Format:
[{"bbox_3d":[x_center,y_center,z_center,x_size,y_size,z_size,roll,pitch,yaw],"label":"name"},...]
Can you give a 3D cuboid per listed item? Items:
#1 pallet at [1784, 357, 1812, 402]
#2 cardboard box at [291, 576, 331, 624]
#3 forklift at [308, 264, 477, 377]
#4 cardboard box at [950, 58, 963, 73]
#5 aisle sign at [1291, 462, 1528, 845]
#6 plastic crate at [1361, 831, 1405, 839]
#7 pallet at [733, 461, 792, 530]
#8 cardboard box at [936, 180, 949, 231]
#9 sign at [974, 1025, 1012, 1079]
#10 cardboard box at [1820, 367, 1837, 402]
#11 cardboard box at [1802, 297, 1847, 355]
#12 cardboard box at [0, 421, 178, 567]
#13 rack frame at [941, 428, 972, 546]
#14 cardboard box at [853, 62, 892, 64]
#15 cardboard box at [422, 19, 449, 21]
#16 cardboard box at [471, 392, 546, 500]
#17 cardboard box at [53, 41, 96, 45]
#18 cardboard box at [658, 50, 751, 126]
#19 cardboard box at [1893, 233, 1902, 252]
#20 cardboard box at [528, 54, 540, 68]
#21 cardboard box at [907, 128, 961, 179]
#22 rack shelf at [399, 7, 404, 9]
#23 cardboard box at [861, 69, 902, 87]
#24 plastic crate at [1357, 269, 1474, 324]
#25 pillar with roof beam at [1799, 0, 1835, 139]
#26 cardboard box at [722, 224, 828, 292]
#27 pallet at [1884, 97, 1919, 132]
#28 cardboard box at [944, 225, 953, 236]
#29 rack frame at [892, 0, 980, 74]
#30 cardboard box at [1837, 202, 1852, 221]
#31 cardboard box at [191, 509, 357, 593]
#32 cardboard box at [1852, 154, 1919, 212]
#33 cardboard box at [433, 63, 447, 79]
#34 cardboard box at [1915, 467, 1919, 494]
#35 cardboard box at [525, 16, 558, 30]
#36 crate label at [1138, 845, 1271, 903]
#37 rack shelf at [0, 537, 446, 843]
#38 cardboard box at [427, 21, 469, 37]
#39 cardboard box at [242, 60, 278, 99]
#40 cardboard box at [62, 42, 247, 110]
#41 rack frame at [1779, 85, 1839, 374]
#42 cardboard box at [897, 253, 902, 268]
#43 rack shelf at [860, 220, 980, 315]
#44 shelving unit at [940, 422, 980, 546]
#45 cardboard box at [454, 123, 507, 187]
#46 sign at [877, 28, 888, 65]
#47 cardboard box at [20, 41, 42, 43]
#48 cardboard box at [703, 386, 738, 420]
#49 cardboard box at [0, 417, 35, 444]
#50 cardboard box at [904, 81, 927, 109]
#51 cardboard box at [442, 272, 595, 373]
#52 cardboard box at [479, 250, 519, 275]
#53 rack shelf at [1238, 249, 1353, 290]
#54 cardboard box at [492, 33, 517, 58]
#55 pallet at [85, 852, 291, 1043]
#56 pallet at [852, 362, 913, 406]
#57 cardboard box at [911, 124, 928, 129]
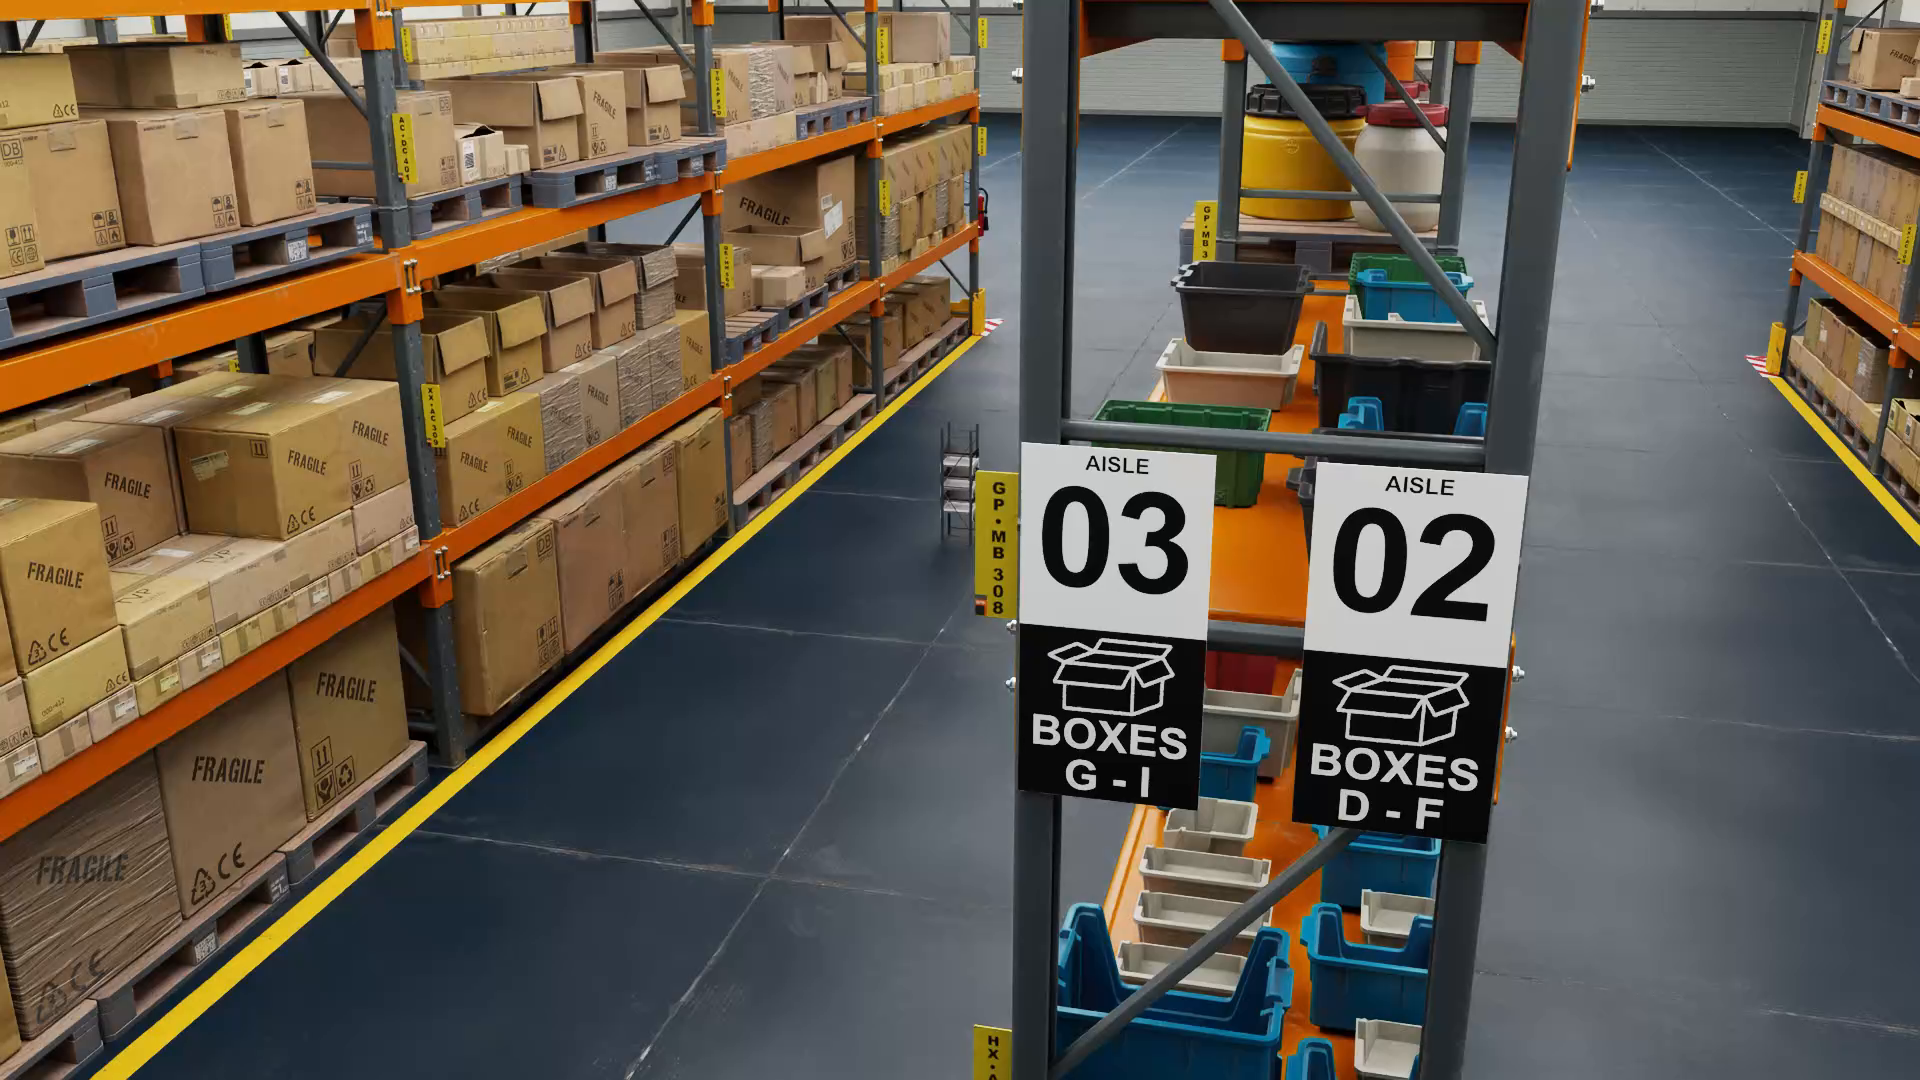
[{"bbox_3d":[9.184,-1.639,17.160,1.003,0.211,1.213,5,19,13],"label":"pallet"},{"bbox_3d":[-3.152,0.258,7.680,0.380,0.149,0.250,5,19,14],"label":"cardboard box"},{"bbox_3d":[-4.509,-1.685,13.086,1.130,2.935,3.031,5,19,14],"label":"forklift"},{"bbox_3d":[-0.178,-5.244,18.375,0.380,0.149,0.250,4,19,11],"label":"cardboard box"},{"bbox_3d":[0.889,0.237,3.332,0.394,0.787,0.004,5,19,13],"label":"aisle sign"},{"bbox_3d":[1.393,0.913,5.539,0.416,0.233,0.300,5,19,13],"label":"plastic crate"},{"bbox_3d":[-2.037,-0.403,13.541,1.003,0.211,1.213,5,19,13],"label":"pallet"},{"bbox_3d":[-0.606,-3.684,18.217,0.875,0.500,0.500,5,19,13],"label":"cardboard box"},{"bbox_3d":[0.081,1.305,3.973,0.100,0.325,0.005,5,19,13],"label":"sign"},{"bbox_3d":[8.616,-1.479,15.981,0.500,0.250,0.500,5,19,13],"label":"cardboard box"},{"bbox_3d":[8.863,-2.147,16.776,0.500,0.500,0.500,5,19,13],"label":"cardboard box"},{"bbox_3d":[-3.822,-0.202,7.249,0.500,0.500,0.500,4,19,12],"label":"cardboard box"},{"bbox_3d":[-0.027,-0.391,12.441,0.240,0.900,0.006,5,19,13],"label":"rack frame"},{"bbox_3d":[-0.933,-4.968,17.565,0.380,0.149,0.250,4,19,13],"label":"cardboard box"},{"bbox_3d":[-5.886,-5.695,18.430,0.380,0.149,0.250,5,19,14],"label":"cardboard box"},{"bbox_3d":[-2.730,-0.554,9.513,0.500,0.500,0.500,5,19,13],"label":"cardboard box"},{"bbox_3d":[-10.203,-5.678,19.184,0.380,0.149,0.250,4,19,13],"label":"cardboard box"},{"bbox_3d":[-1.865,-3.308,12.164,0.500,0.500,0.500,5,19,14],"label":"cardboard box"},{"bbox_3d":[8.336,-2.564,14.396,0.380,0.149,0.250,4,19,12],"label":"cardboard box"},{"bbox_3d":[-5.061,-5.505,19.108,0.380,0.149,0.250,4,19,13],"label":"cardboard box"},{"bbox_3d":[-0.286,-4.298,18.467,0.500,0.500,0.500,5,19,13],"label":"cardboard box"},{"bbox_3d":[-5.548,-6.091,18.330,1.077,0.370,4.000,5,19,13],"label":"rack shelf"},{"bbox_3d":[-0.788,-4.519,16.251,0.380,0.149,0.250,5,19,14],"label":"cardboard box"},{"bbox_3d":[1.683,-0.863,6.191,0.416,0.233,0.300,5,19,13],"label":"plastic crate"},{"bbox_3d":[17.958,-15.106,42.992,9.100,9.000,0.400,5,19,13],"label":"pillar with roof beam"},{"bbox_3d":[-1.586,-2.429,14.348,0.797,0.503,0.637,7,20,19],"label":"cardboard box"},{"bbox_3d":[8.536,-3.595,14.069,1.003,0.211,1.213,5,19,13],"label":"pallet"},{"bbox_3d":[-0.293,-3.523,18.750,0.380,0.149,0.250,5,19,13],"label":"cardboard box"},{"bbox_3d":[-0.275,-6.824,18.745,1.000,3.000,0.127,5,19,13],"label":"rack frame"},{"bbox_3d":[8.838,-3.210,16.287,0.380,0.149,0.250,4,19,13],"label":"cardboard box"},{"bbox_3d":[-3.184,0.028,7.738,0.500,0.250,0.500,5,20,15],"label":"cardboard box"},{"bbox_3d":[8.945,-3.378,15.774,0.700,0.500,0.500,5,19,14],"label":"cardboard box"},{"bbox_3d":[-5.557,-4.870,17.249,0.380,0.149,0.250,5,19,14],"label":"cardboard box"},{"bbox_3d":[7.764,-0.416,12.869,0.500,0.250,0.500,4,19,12],"label":"cardboard box"},{"bbox_3d":[-4.938,-6.042,19.446,0.380,0.149,0.250,5,19,14],"label":"cardboard box"},{"bbox_3d":[0.772,1.068,5.234,0.396,0.136,0.243,5,19,13],"label":"crate label"},{"bbox_3d":[-3.695,0.743,6.984,1.077,0.370,4.000,5,19,13],"label":"rack shelf"},{"bbox_3d":[-5.433,-5.405,17.582,0.380,0.149,0.250,4,19,12],"label":"cardboard box"},{"bbox_3d":[-6.376,-4.052,14.603,0.500,0.311,0.500,4,19,12],"label":"cardboard box"},{"bbox_3d":[-3.443,-1.998,7.135,0.500,0.250,0.500,3,19,10],"label":"cardboard box"},{"bbox_3d":[9.330,-3.202,17.421,1.000,3.000,0.127,5,19,13],"label":"rack frame"},{"bbox_3d":[-0.800,-2.814,16.675,0.380,0.149,0.250,5,19,13],"label":"cardboard box"},{"bbox_3d":[-0.763,-3.018,17.996,1.077,0.370,4.000,5,19,13],"label":"rack shelf"},{"bbox_3d":[-0.002,-0.423,12.535,0.258,0.900,0.210,5,19,13],"label":"shelving unit"},{"bbox_3d":[-2.851,-2.137,9.151,0.500,0.311,0.500,4,19,12],"label":"cardboard box"},{"bbox_3d":[-0.713,-4.539,15.287,0.100,0.325,0.005,5,19,13],"label":"sign"},{"bbox_3d":[-10.757,-5.637,19.063,0.380,0.149,0.250,4,19,12],"label":"cardboard box"},{"bbox_3d":[-2.095,-1.070,13.207,0.500,0.250,0.500,5,20,16],"label":"cardboard box"},{"bbox_3d":[-7.180,-0.720,12.211,0.500,0.250,0.500,5,20,15],"label":"cardboard box"},{"bbox_3d":[-0.638,-4.522,16.878,0.500,0.250,0.500,4,19,11],"label":"cardboard box"},{"bbox_3d":[-2.743,-1.357,10.314,0.797,0.503,0.637,5,20,15],"label":"cardboard box"},{"bbox_3d":[-5.599,-2.823,18.948,0.875,0.875,0.875,5,19,14],"label":"cardboard box"},{"bbox_3d":[2.085,-1.539,9.025,1.077,0.370,4.000,5,19,13],"label":"rack shelf"},{"bbox_3d":[-5.279,-5.497,18.466,0.500,0.250,0.500,5,19,14],"label":"cardboard box"},{"bbox_3d":[-3.764,1.711,7.351,1.003,0.211,1.213,5,19,13],"label":"pallet"},{"bbox_3d":[-1.122,-1.625,17.119,1.003,0.211,1.213,5,19,13],"label":"pallet"},{"bbox_3d":[-0.673,-4.496,19.047,0.500,0.500,0.500,5,19,13],"label":"cardboard box"}]
